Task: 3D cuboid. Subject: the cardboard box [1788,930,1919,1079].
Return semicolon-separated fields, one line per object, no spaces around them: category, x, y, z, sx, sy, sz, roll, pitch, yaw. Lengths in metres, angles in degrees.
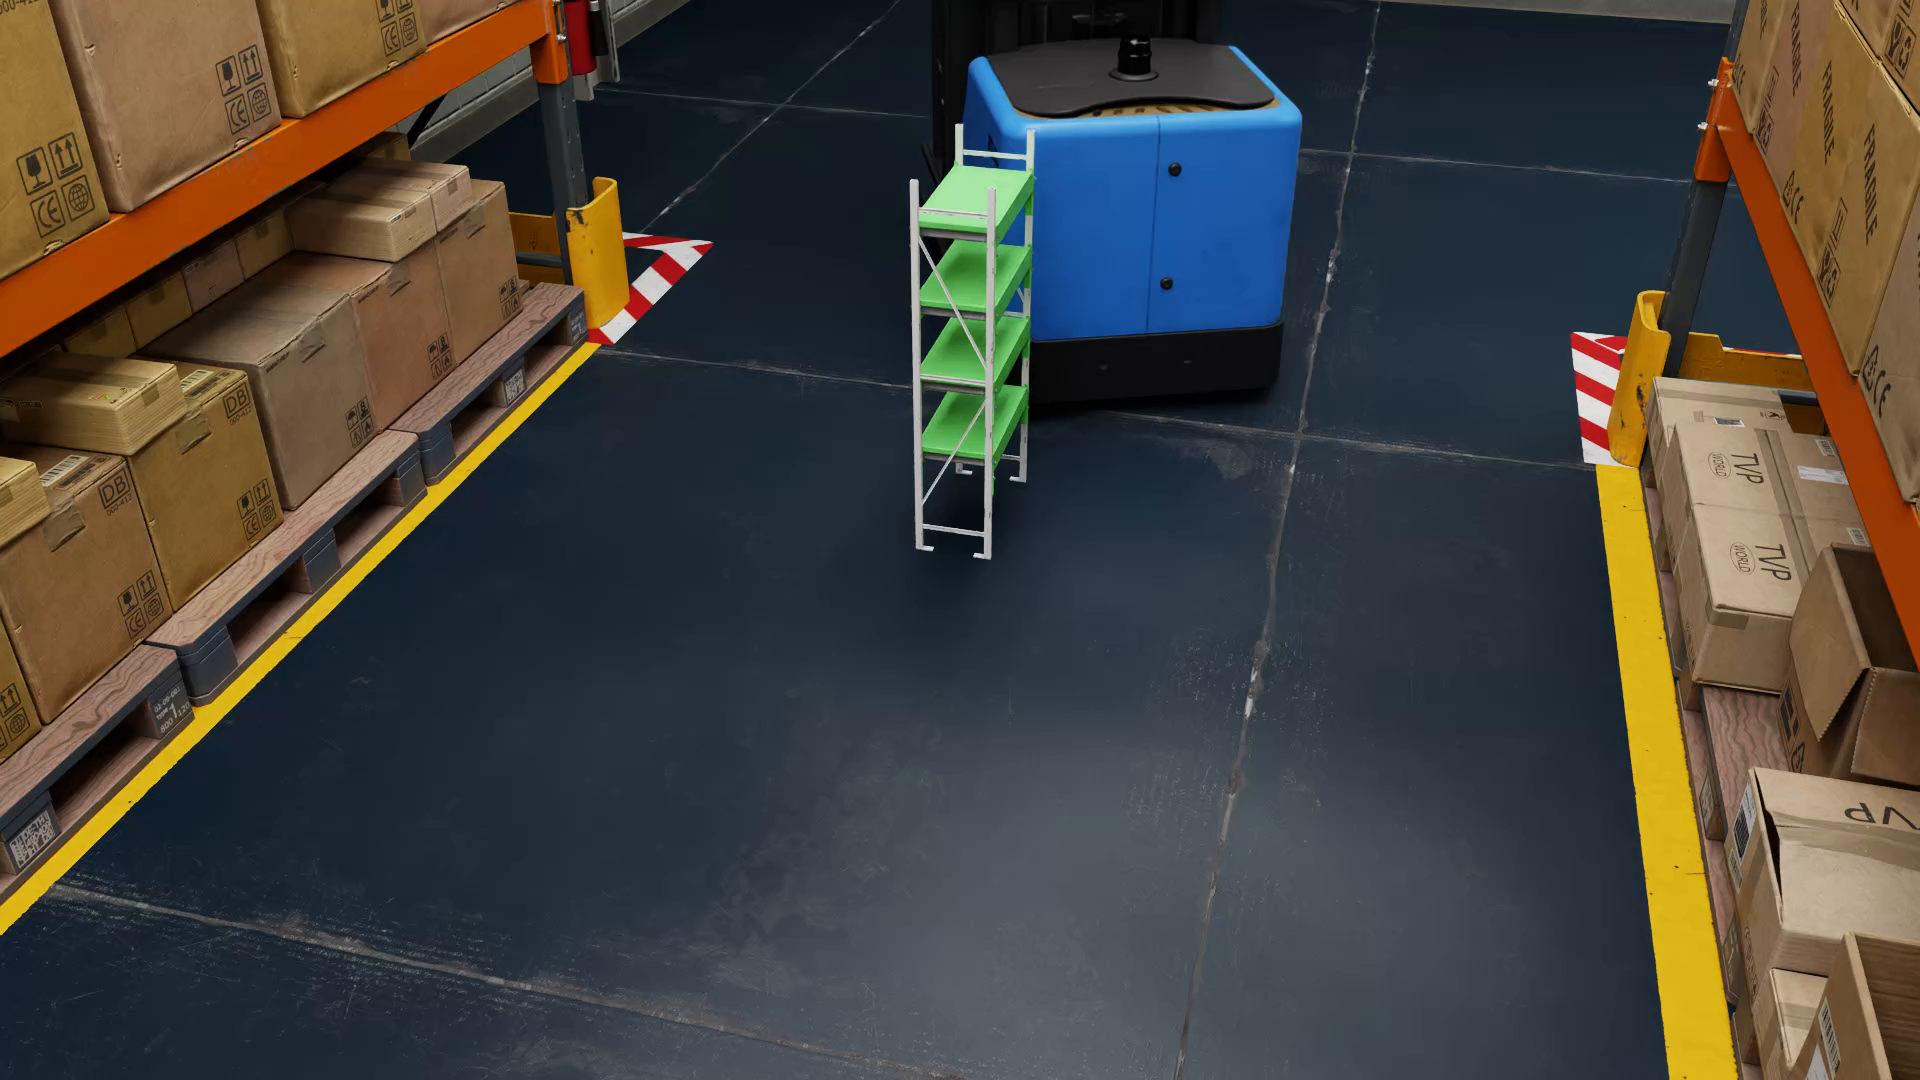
cardboard box;1.701;1.040;2.738;0.500;0.500;0.500;8;33;12

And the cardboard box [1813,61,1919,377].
cardboard box;2.094;-0.631;3.353;0.500;0.500;0.500;8;33;13

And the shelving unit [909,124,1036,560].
shelving unit;0.042;-0.592;5.063;0.258;1.200;0.503;8;33;12

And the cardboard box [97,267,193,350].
cardboard box;-2.509;-0.696;4.883;0.380;0.149;0.250;8;33;13

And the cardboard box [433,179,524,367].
cardboard box;-2.028;-0.988;5.947;0.700;0.500;0.500;8;33;12

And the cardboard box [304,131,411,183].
cardboard box;-2.189;-1.354;5.918;0.380;0.149;0.250;8;33;13

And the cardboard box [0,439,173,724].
cardboard box;-2.542;0.076;4.273;0.700;0.500;0.500;8;33;12

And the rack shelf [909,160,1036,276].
rack shelf;0.042;-0.943;4.840;0.258;0.148;0.480;8;33;12

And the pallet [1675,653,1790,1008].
pallet;2.313;0.691;3.967;1.003;0.211;1.213;8;33;12

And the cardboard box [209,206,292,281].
cardboard box;-2.381;-0.962;5.300;0.380;0.149;0.250;8;33;13

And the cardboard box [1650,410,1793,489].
cardboard box;2.344;-0.260;5.094;0.380;0.166;0.250;8;33;12

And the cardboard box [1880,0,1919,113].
cardboard box;2.093;-1.045;3.073;0.500;0.500;0.500;8;33;12

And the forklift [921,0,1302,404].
forklift;0.433;-2.490;6.435;1.130;2.935;3.031;-4;33;-7

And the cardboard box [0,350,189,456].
cardboard box;-2.277;-0.361;4.356;0.380;0.149;0.250;7;33;11

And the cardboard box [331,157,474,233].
cardboard box;-1.884;-1.171;5.630;0.380;0.149;0.250;8;33;12

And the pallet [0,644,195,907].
pallet;-2.693;0.626;4.069;1.003;0.211;1.213;8;33;12

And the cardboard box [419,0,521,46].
cardboard box;-2.067;-2.104;5.483;0.980;0.700;0.700;10;34;15

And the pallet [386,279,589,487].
pallet;-2.074;-0.641;6.061;1.003;0.211;1.213;8;33;12

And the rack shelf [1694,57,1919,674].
rack shelf;2.338;-0.229;3.485;1.077;0.370;4.000;8;33;12

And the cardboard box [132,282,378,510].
cardboard box;-2.282;-0.468;5.128;0.700;0.500;0.500;7;33;11

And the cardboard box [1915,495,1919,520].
cardboard box;1.839;-0.099;2.517;0.500;0.500;0.500;9;34;14

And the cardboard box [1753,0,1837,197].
cardboard box;2.352;-1.150;4.170;0.500;0.500;0.500;8;33;12

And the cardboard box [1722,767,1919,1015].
cardboard box;1.891;0.731;3.401;0.500;0.311;0.500;8;33;12

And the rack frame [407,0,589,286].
rack frame;-1.947;-2.243;5.982;1.000;3.000;0.127;8;33;12

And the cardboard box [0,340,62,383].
cardboard box;-2.639;-0.431;4.466;0.380;0.149;0.250;8;33;13

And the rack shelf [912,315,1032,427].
rack shelf;0.042;-0.538;5.097;0.258;0.148;0.480;8;33;12

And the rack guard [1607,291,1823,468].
rack guard;2.826;-0.476;5.533;1.175;0.500;0.348;8;33;12

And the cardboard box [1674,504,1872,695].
cardboard box;2.180;0.167;4.345;0.500;0.250;0.500;8;33;12

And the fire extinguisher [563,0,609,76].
fire extinguisher;-1.462;-2.068;6.127;0.296;0.674;0.183;8;33;12

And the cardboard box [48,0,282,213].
cardboard box;-2.443;-1.330;4.267;0.980;0.700;0.700;6;33;10

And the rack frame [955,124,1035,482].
rack frame;0.104;-0.719;5.262;0.240;1.200;0.015;8;33;12
